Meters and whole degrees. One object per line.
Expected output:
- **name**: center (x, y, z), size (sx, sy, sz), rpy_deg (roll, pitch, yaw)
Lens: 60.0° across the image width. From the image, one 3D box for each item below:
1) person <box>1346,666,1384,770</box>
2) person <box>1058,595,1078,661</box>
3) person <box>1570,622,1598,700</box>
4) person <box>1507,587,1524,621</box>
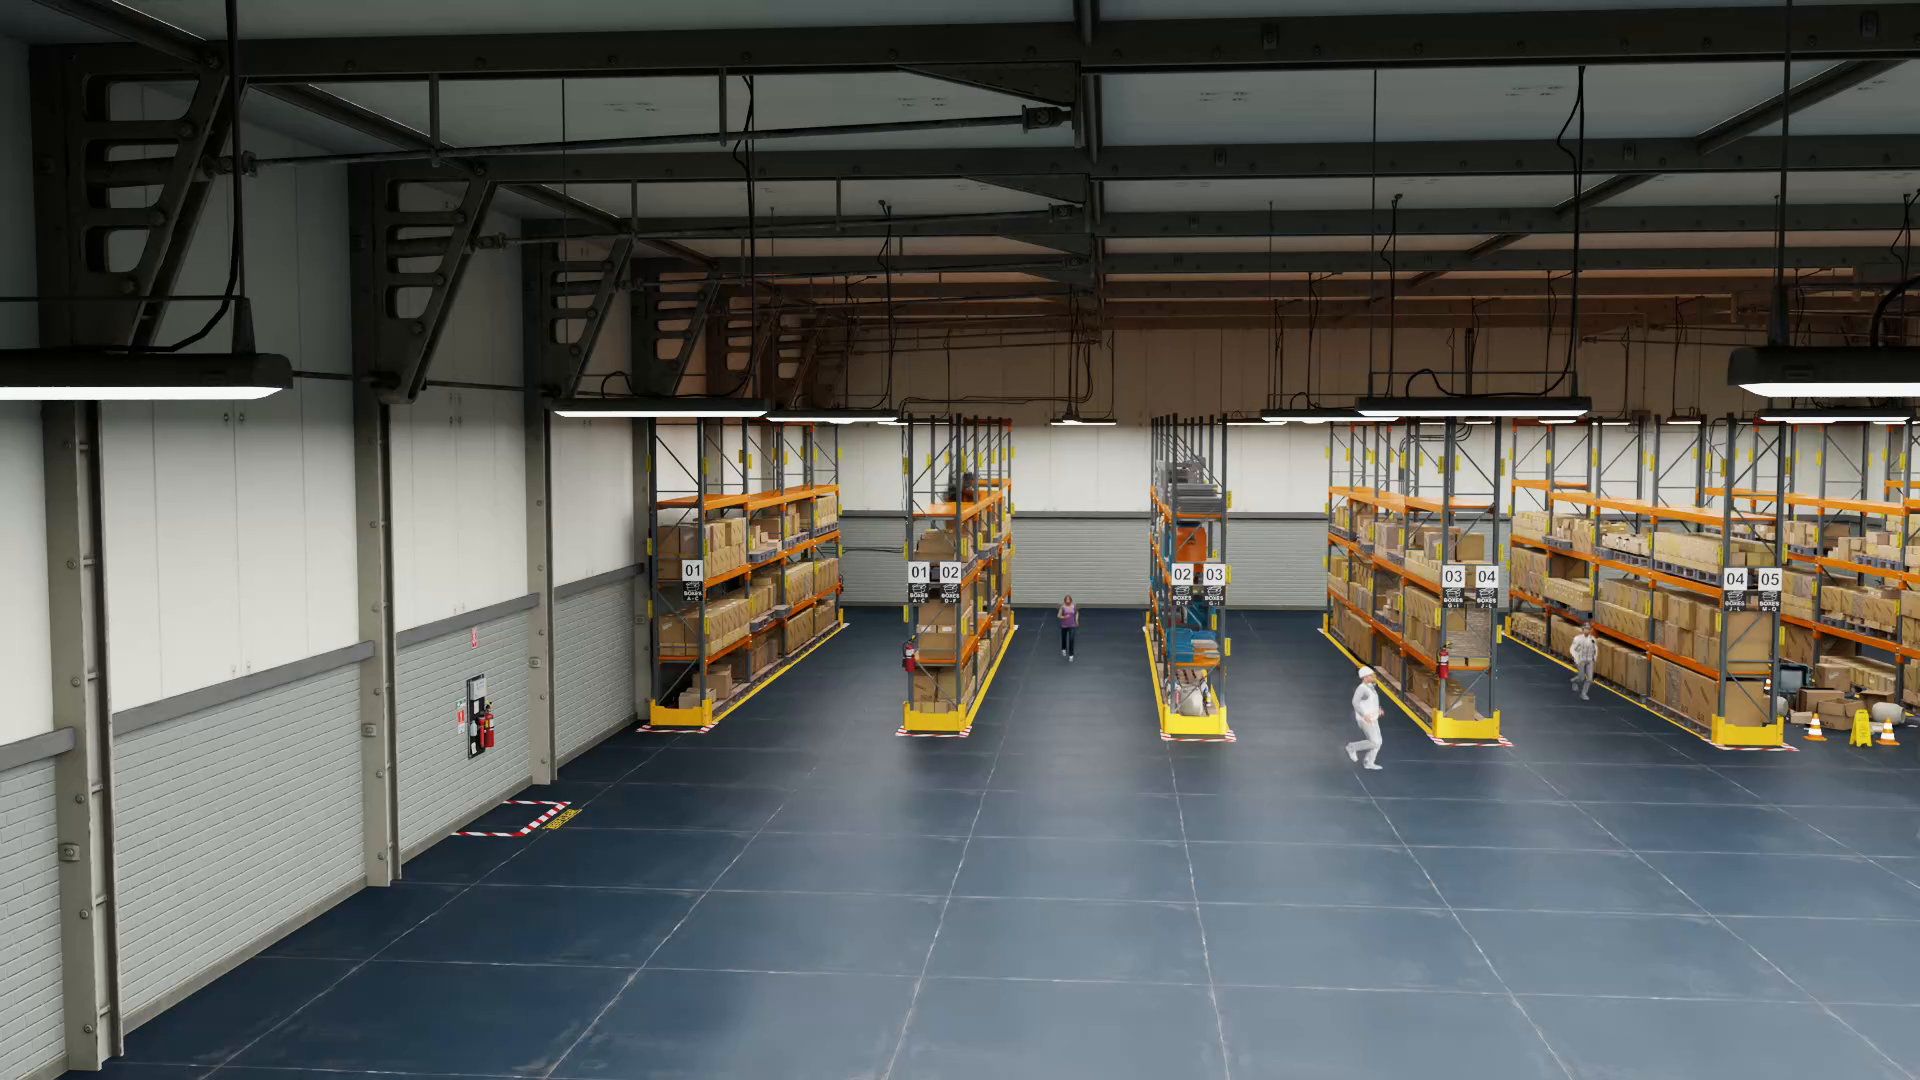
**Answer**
- **person**: center (6.798, 2.983, 27.892), size (0.597, 1.728, 0.671), rpy_deg (2, 4, 30)
- **person**: center (2.666, 2.149, 40.975), size (0.538, 1.585, 0.894), rpy_deg (0, 4, -2)
- **person**: center (13.196, 2.541, 35.191), size (0.603, 1.648, 0.593), rpy_deg (0, 4, -1)
- **person**: center (15.849, 1.731, 47.201), size (0.676, 1.733, 0.583), rpy_deg (0, 4, -3)
